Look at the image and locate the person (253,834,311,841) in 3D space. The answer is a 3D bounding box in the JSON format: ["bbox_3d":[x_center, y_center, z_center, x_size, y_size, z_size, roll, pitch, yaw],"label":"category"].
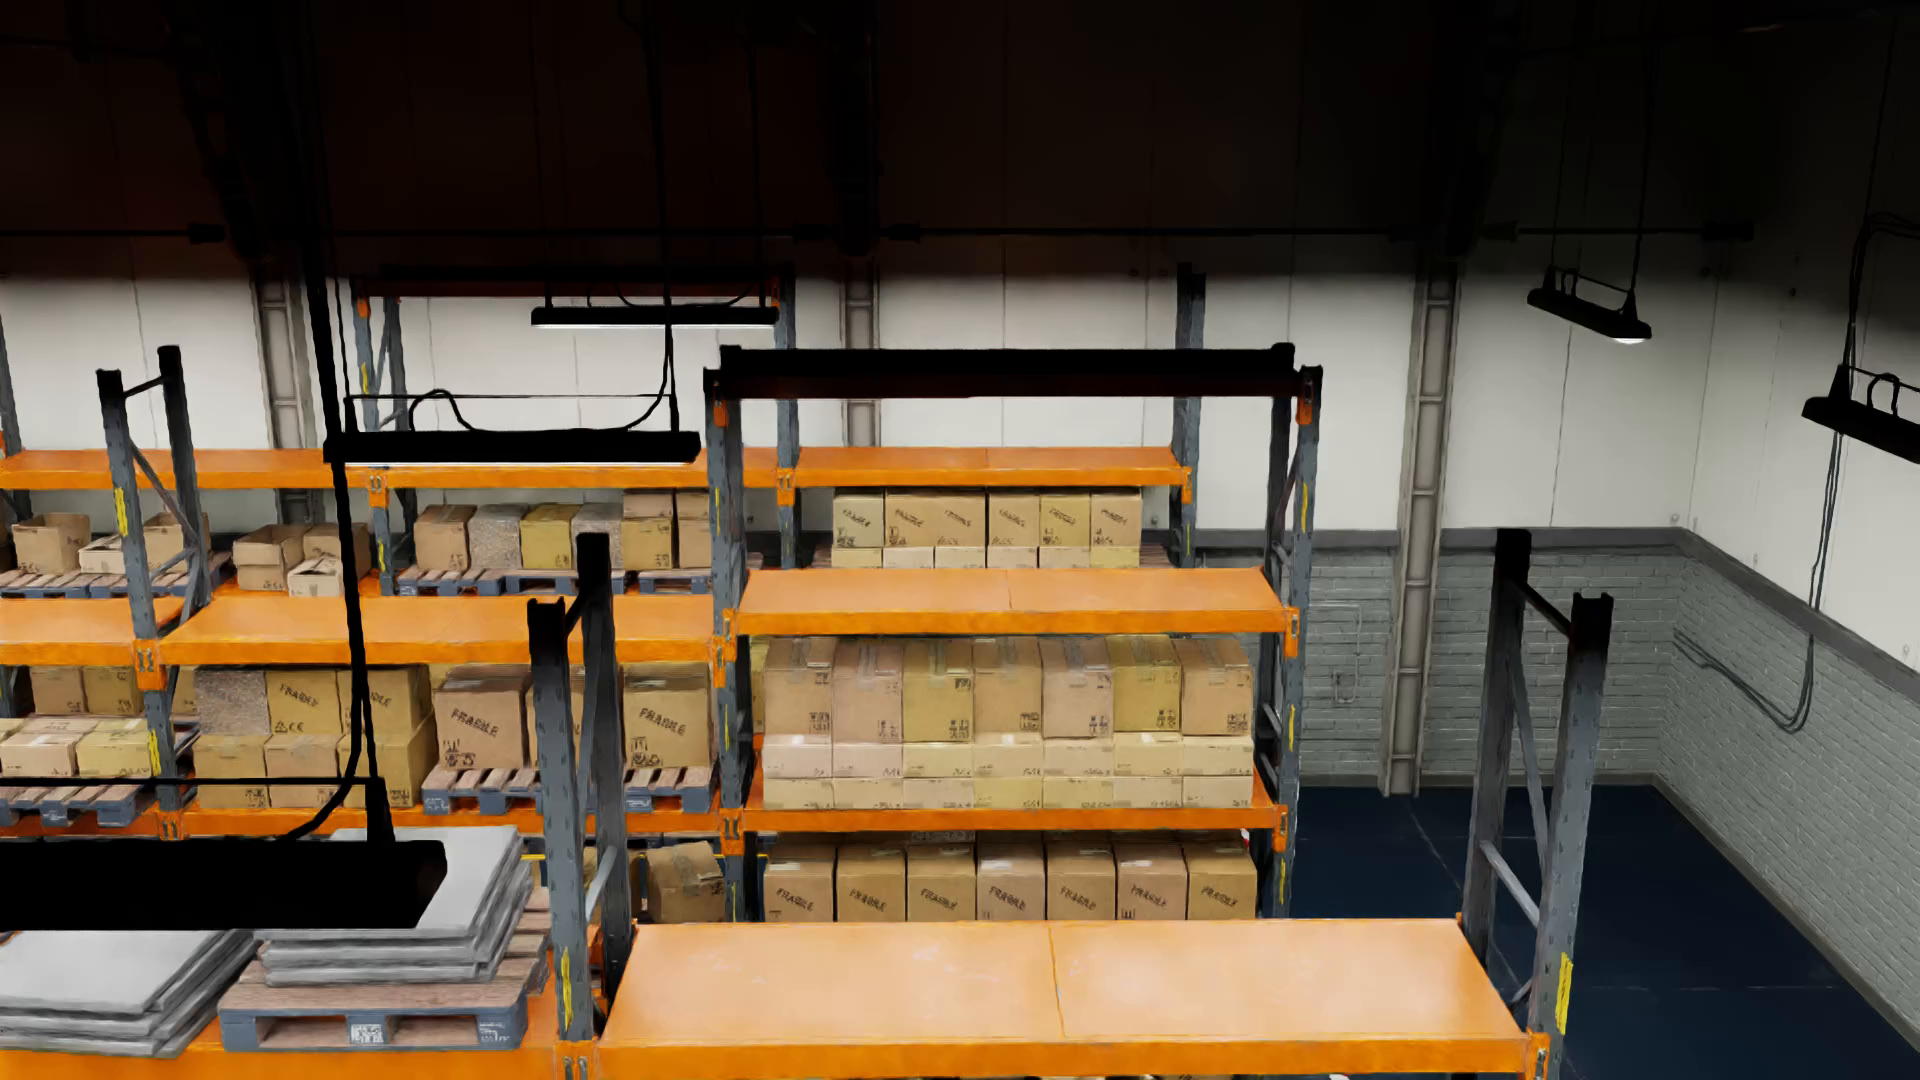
[{"bbox_3d":[-6.562,2.801,16.054,1.000,1.598,0.491,-3,16,-9],"label":"person"}]
